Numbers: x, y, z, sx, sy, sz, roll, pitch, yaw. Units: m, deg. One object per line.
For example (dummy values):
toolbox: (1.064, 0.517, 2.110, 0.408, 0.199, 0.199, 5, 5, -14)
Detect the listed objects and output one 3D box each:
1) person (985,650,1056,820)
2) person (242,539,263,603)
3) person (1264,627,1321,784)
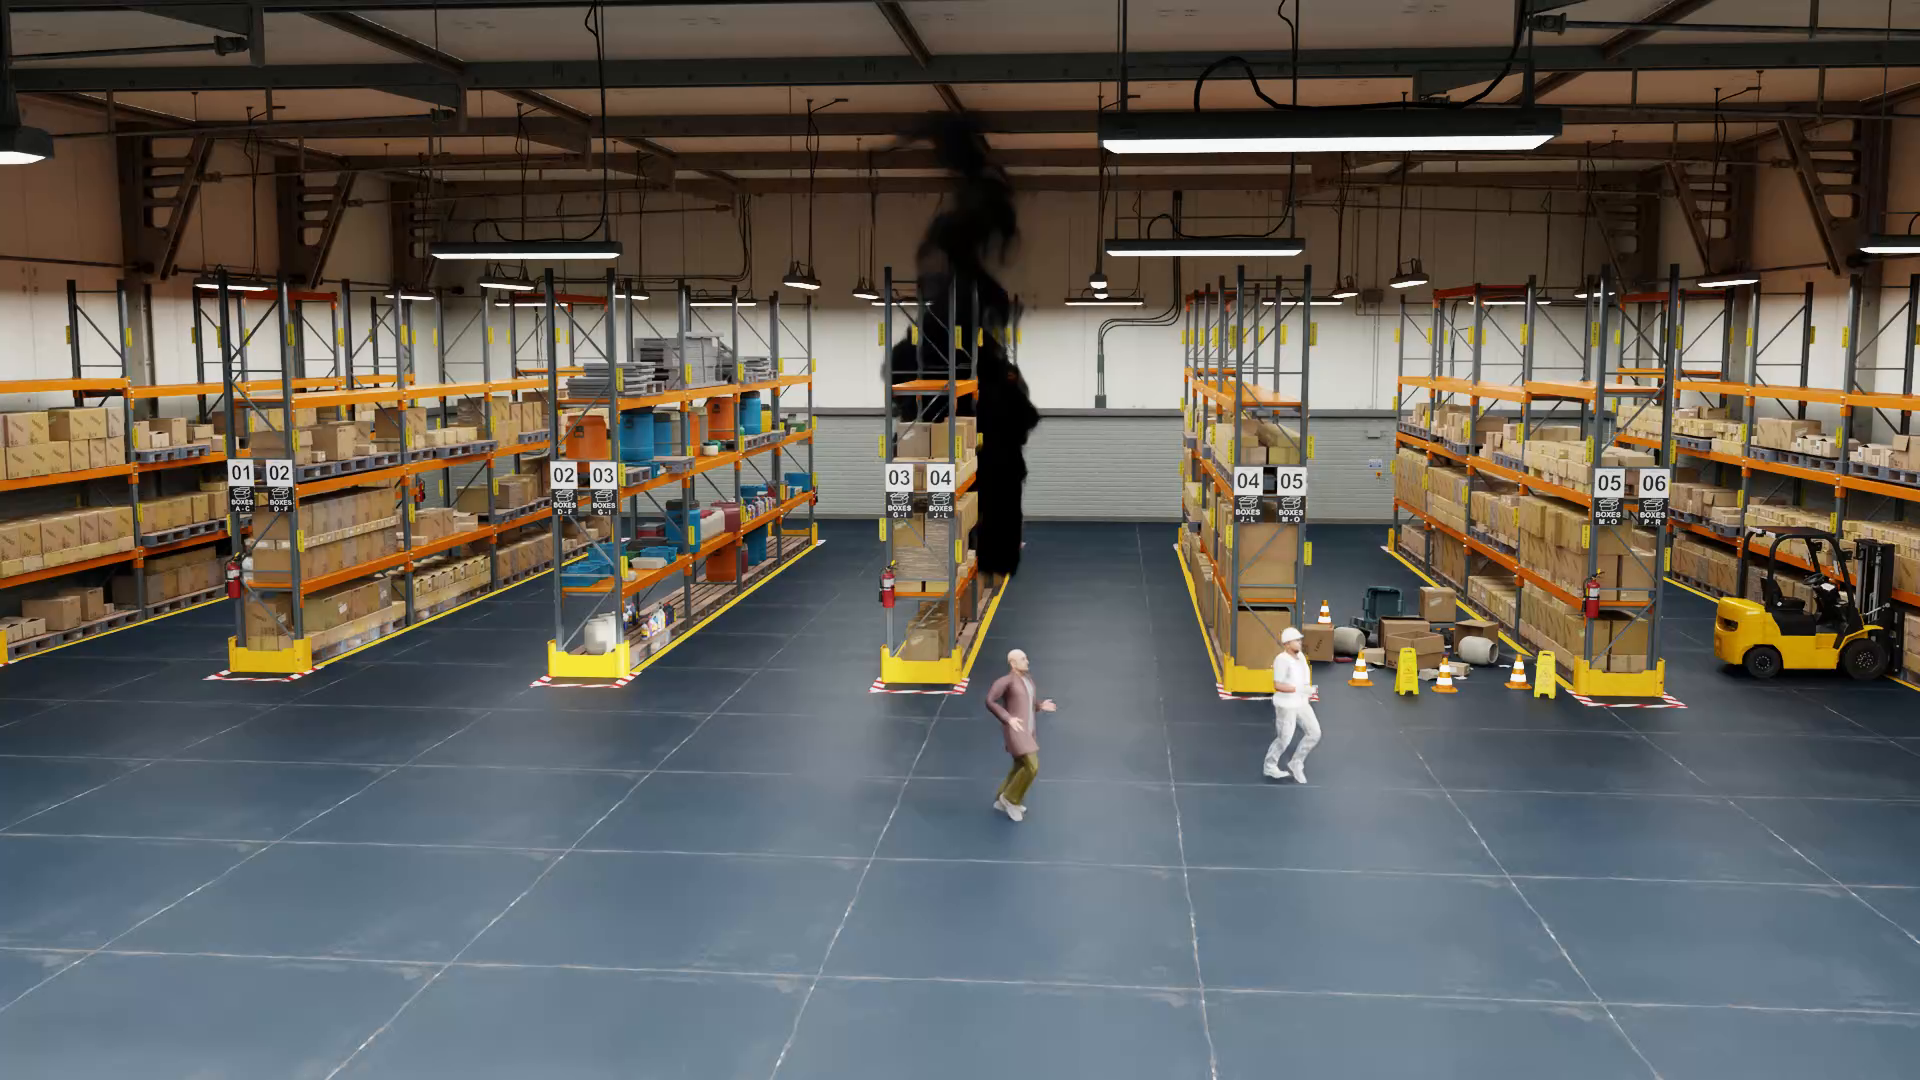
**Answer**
person: (0.654, 2.048, 17.393, 0.676, 1.810, 0.699, 4, 8, 27)
person: (-11.911, 0.790, 28.035, 0.575, 1.662, 0.589, 0, 7, -1)
person: (3.743, 1.872, 18.640, 0.720, 1.802, 0.653, 7, 10, 44)
